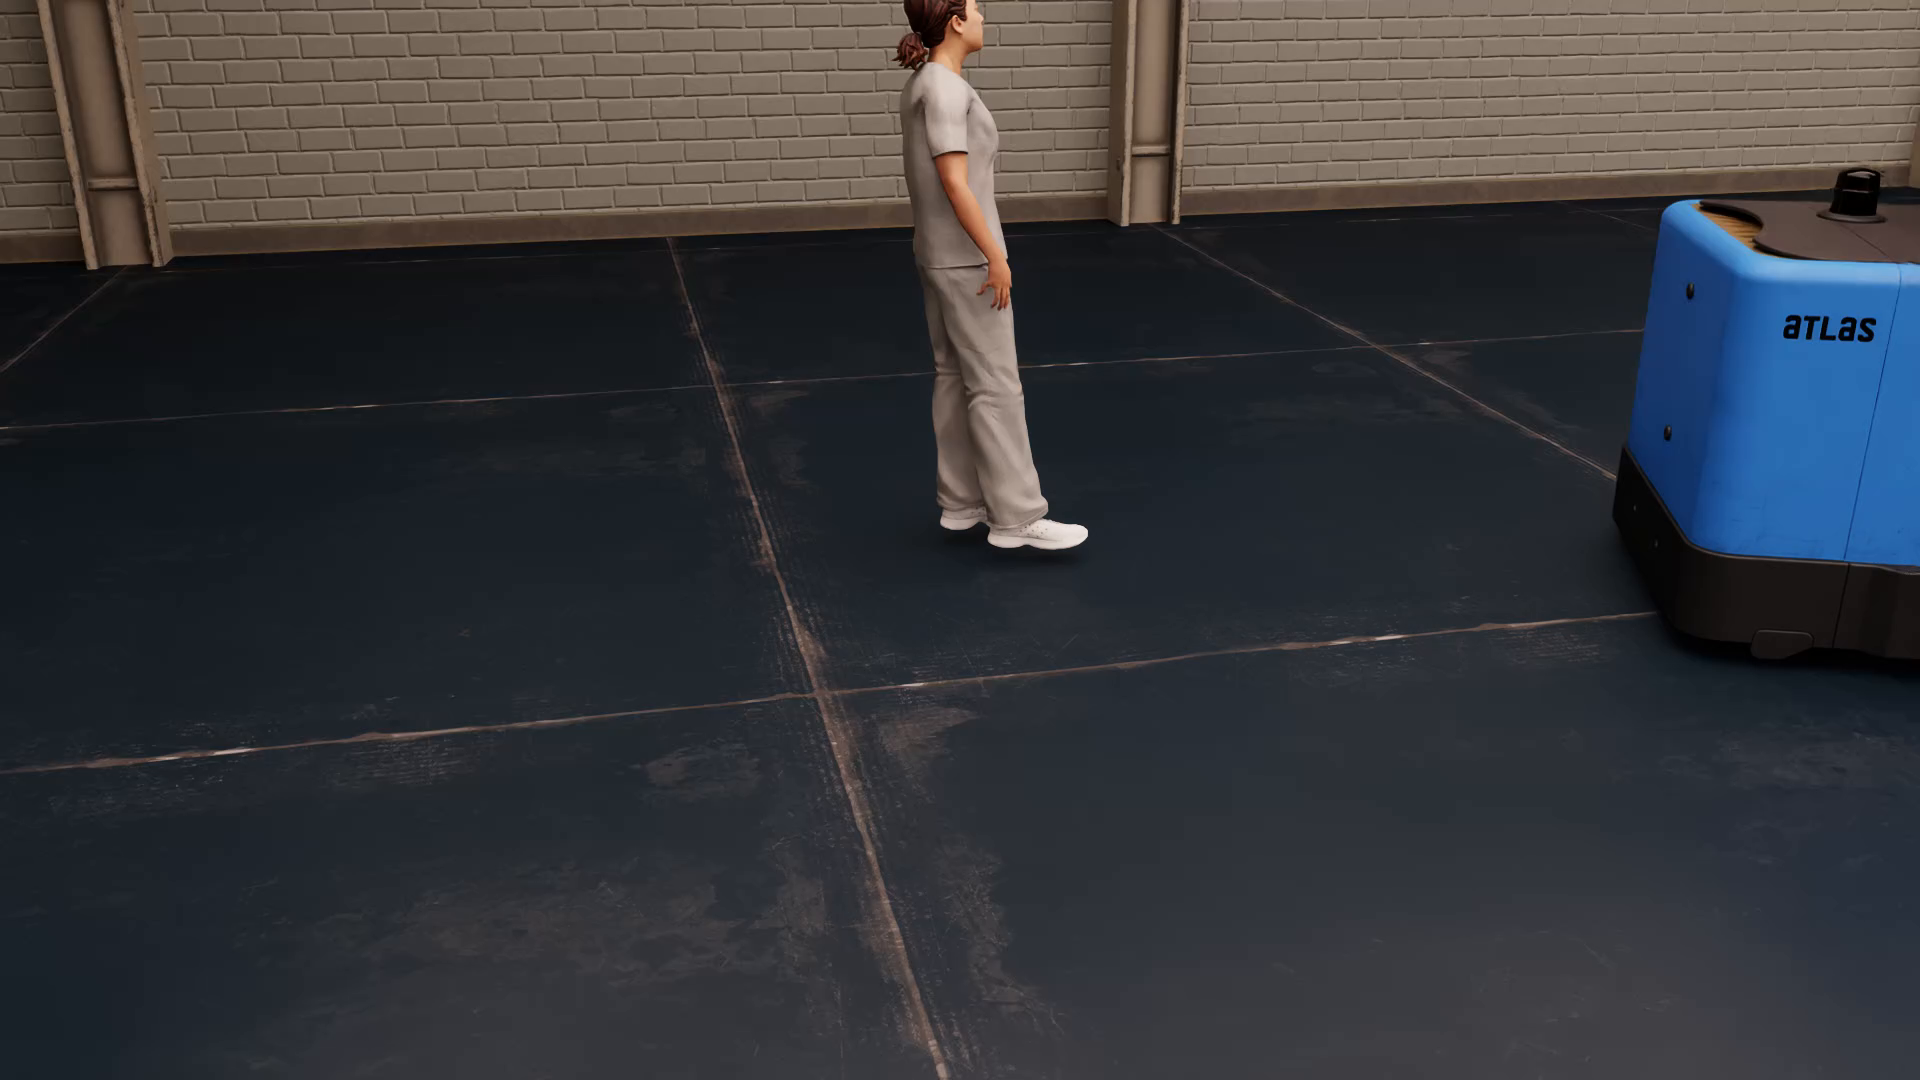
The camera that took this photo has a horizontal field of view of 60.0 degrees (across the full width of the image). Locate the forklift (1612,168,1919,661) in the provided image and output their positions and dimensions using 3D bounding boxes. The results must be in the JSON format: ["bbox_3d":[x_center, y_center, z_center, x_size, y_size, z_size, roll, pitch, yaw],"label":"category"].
[{"bbox_3d":[3.490,-1.130,4.150,3.031,2.935,1.130,4,21,9],"label":"forklift"}]

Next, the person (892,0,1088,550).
[{"bbox_3d":[0.075,-0.828,4.985,0.547,1.673,0.549,-5,21,-12],"label":"person"}]
